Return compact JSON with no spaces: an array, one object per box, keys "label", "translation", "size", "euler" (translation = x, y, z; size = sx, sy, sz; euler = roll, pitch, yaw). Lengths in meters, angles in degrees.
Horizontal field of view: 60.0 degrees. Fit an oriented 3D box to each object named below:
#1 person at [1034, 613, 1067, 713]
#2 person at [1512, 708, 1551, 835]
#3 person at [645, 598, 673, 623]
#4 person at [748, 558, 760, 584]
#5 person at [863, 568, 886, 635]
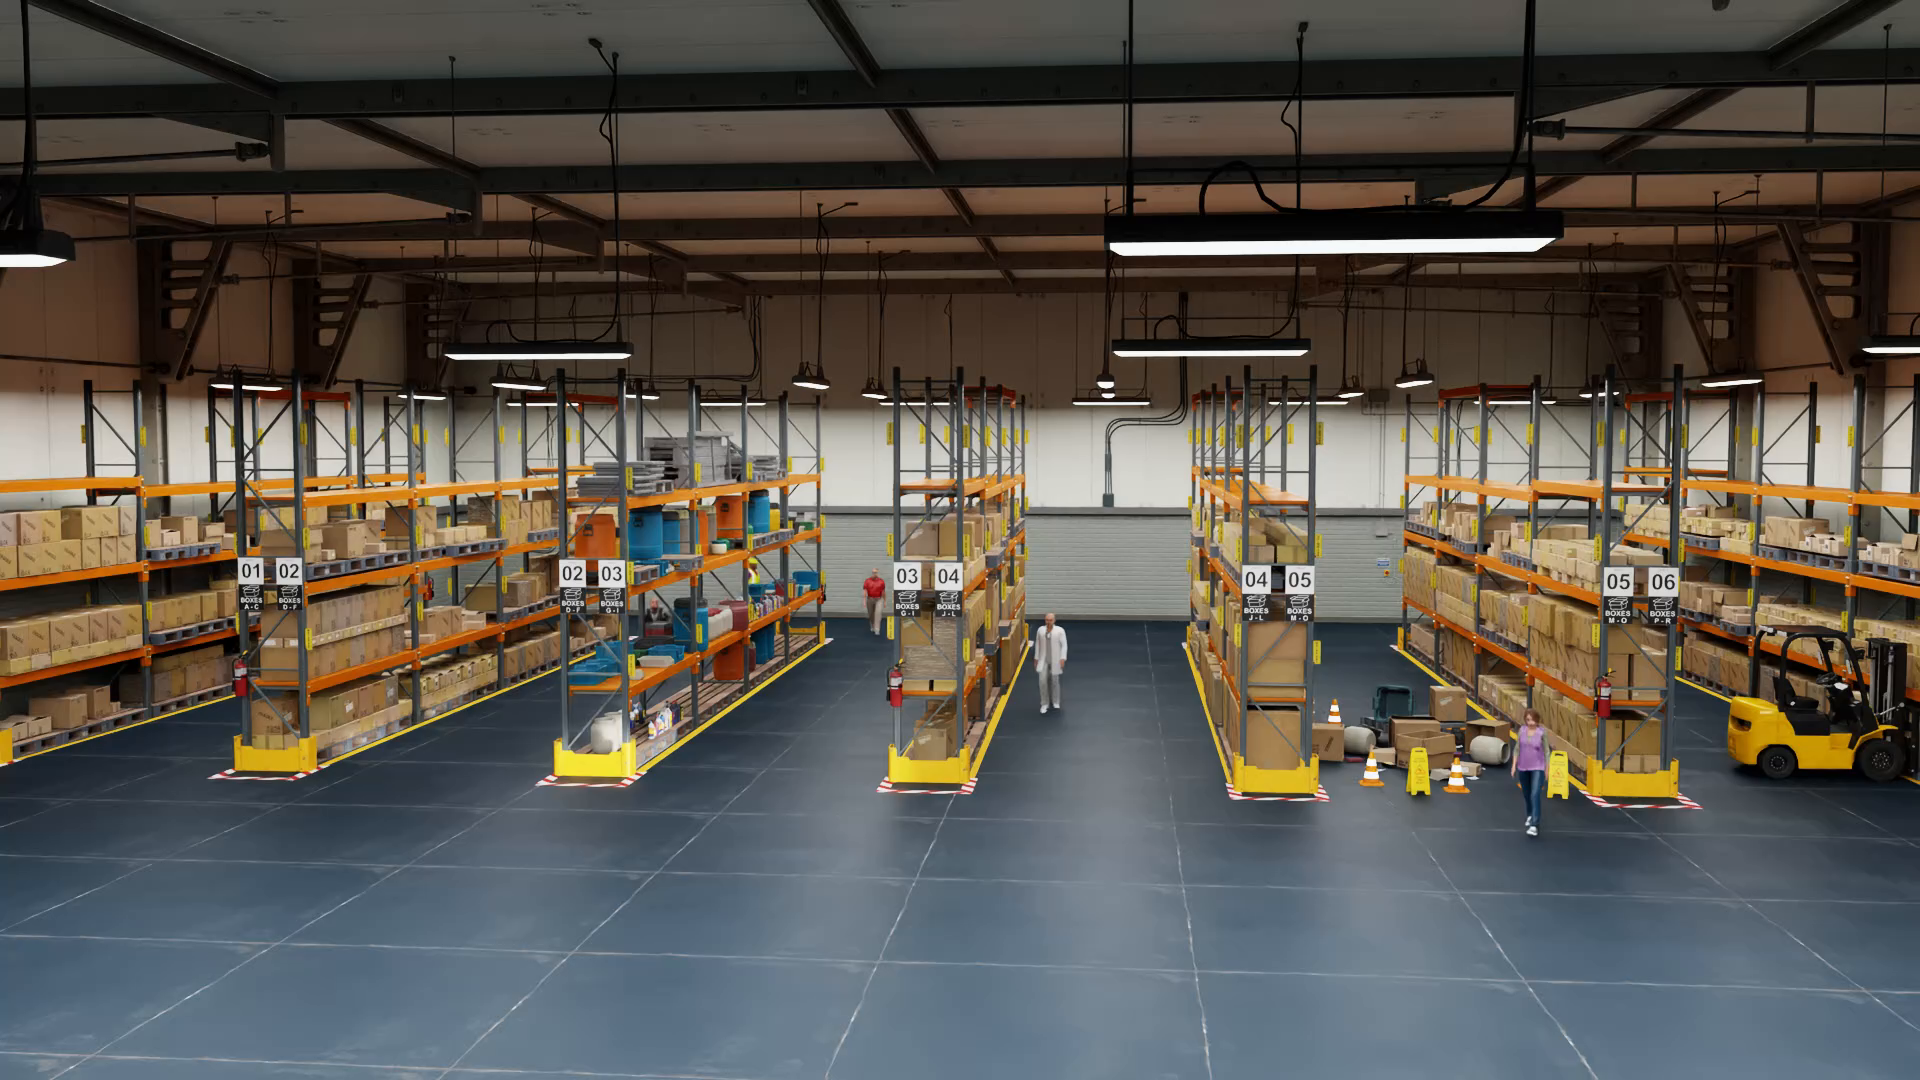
[{"label":"person","translation":[1.652,2.243,30.416],"size":[0.651,1.828,0.658],"euler":[1,4,18]},{"label":"person","translation":[7.232,2.907,21.045],"size":[0.426,1.561,0.817],"euler":[3,5,43]},{"label":"person","translation":[-6.382,2.012,34.991],"size":[0.605,1.634,0.727],"euler":[1,4,14]},{"label":"person","translation":[-5.490,1.368,44.072],"size":[0.446,1.767,0.602],"euler":[1,4,10]},{"label":"person","translation":[-2.169,1.549,41.988],"size":[0.573,1.664,1.099],"euler":[0,4,2]}]
